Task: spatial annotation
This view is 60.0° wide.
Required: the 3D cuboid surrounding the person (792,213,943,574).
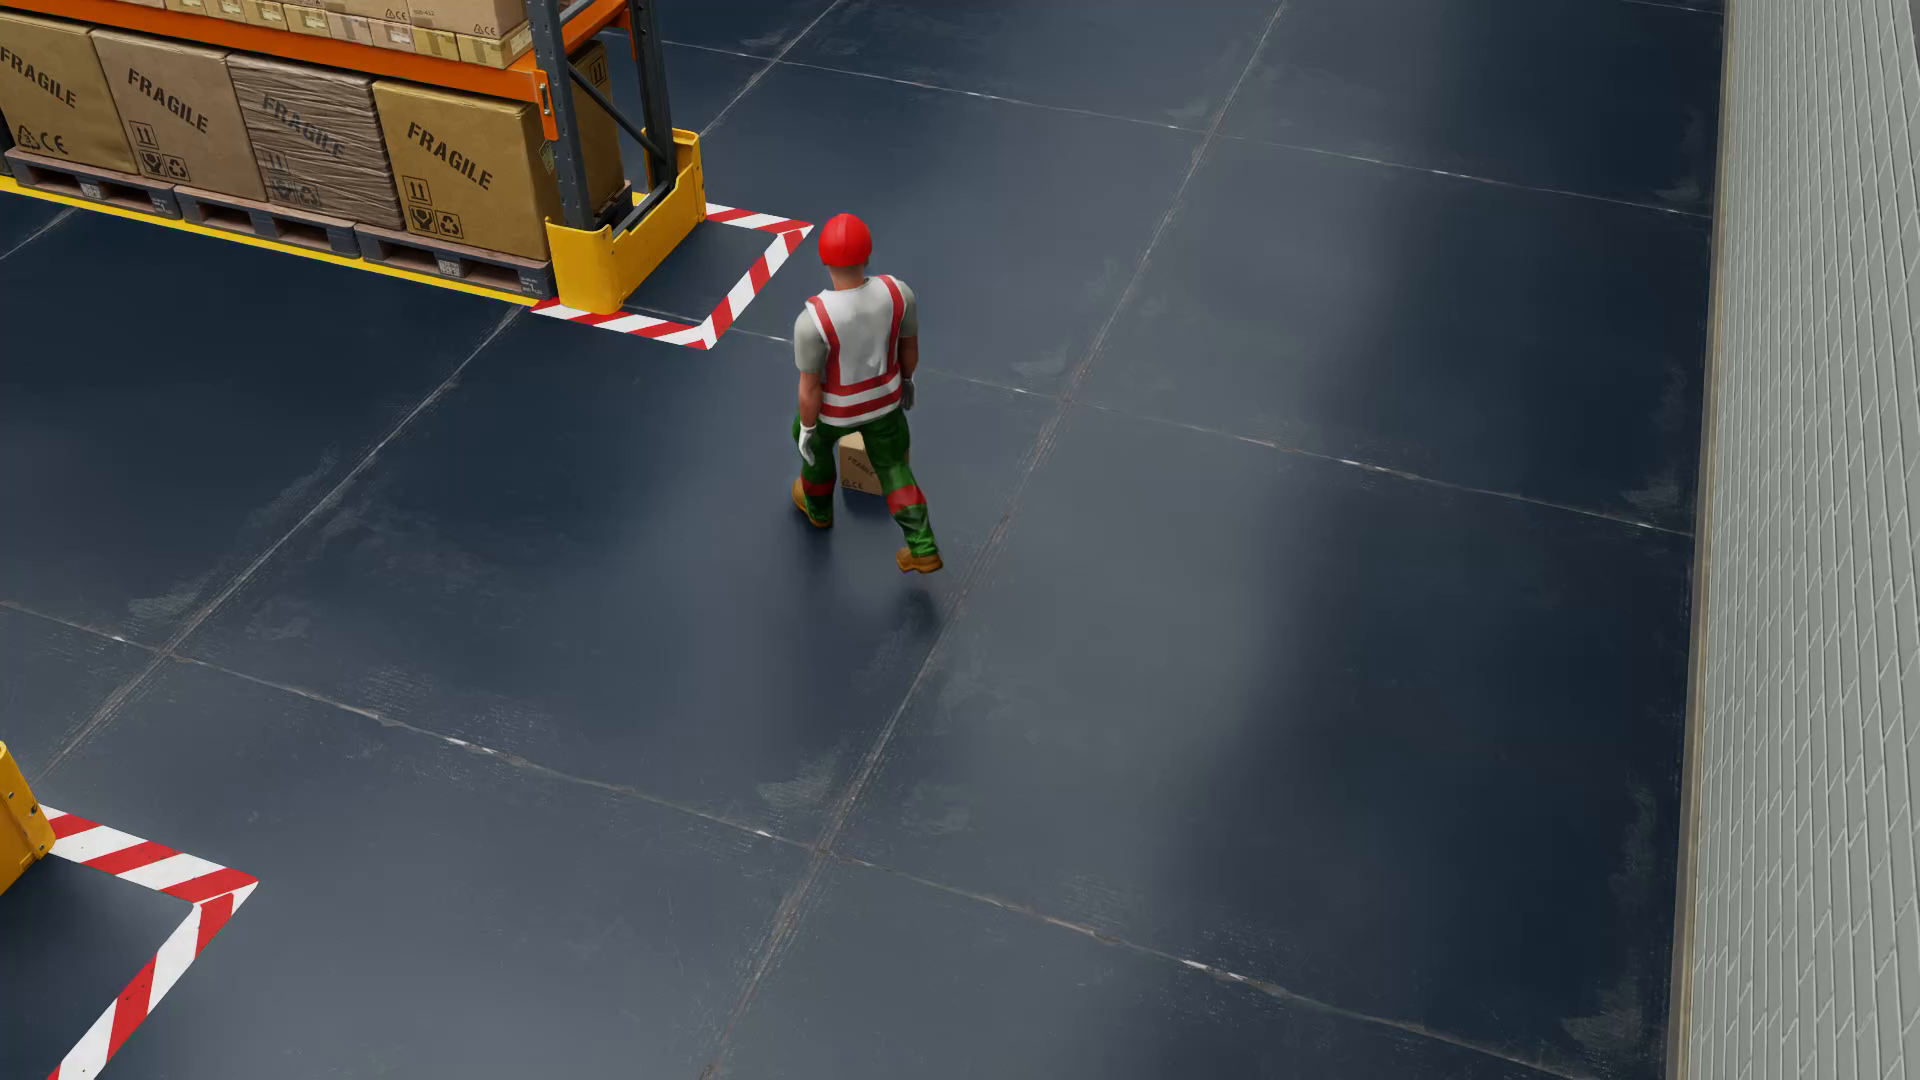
[{"bbox_3d":[-0.450,-0.614,6.871,0.573,1.738,0.975,-17,44,-19],"label":"person"}]
